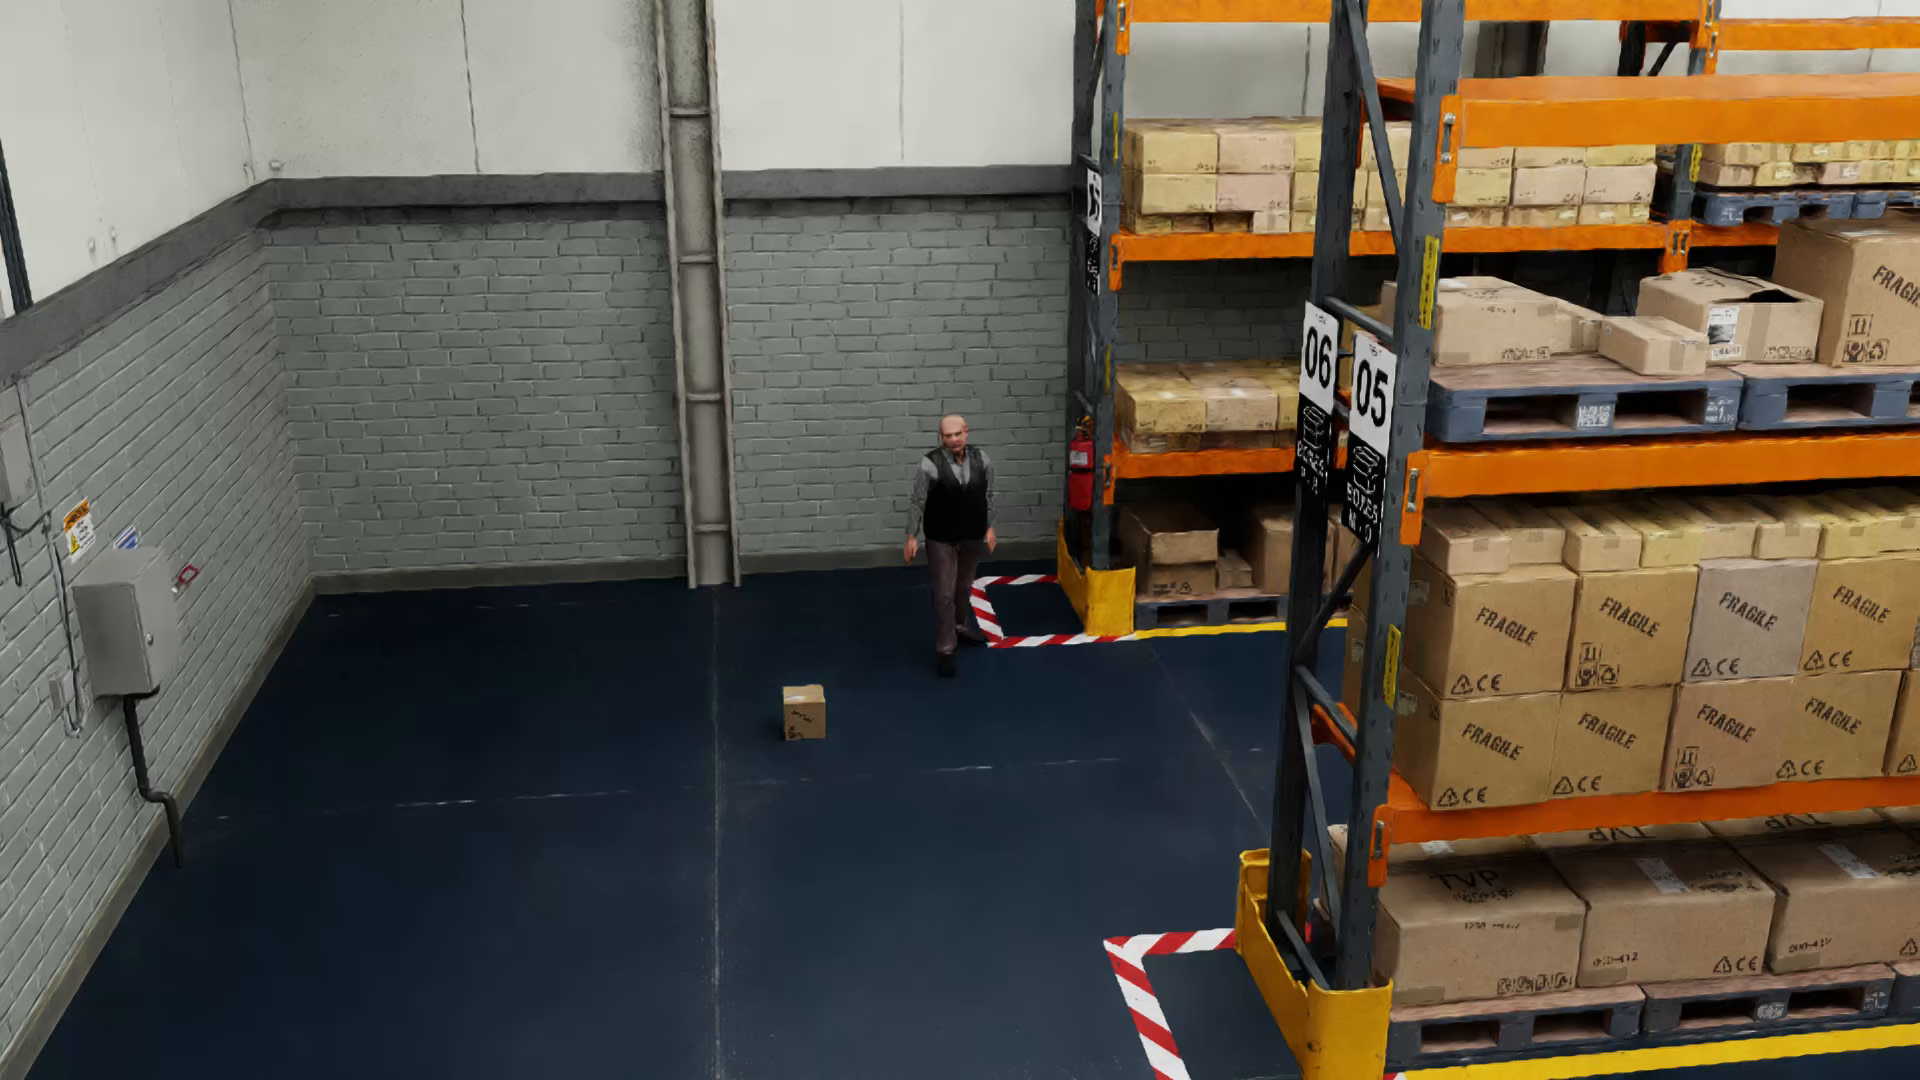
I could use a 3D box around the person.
[{"bbox_3d":[-0.046,0.005,11.075,0.655,1.722,0.630,-10,22,-25],"label":"person"}]
